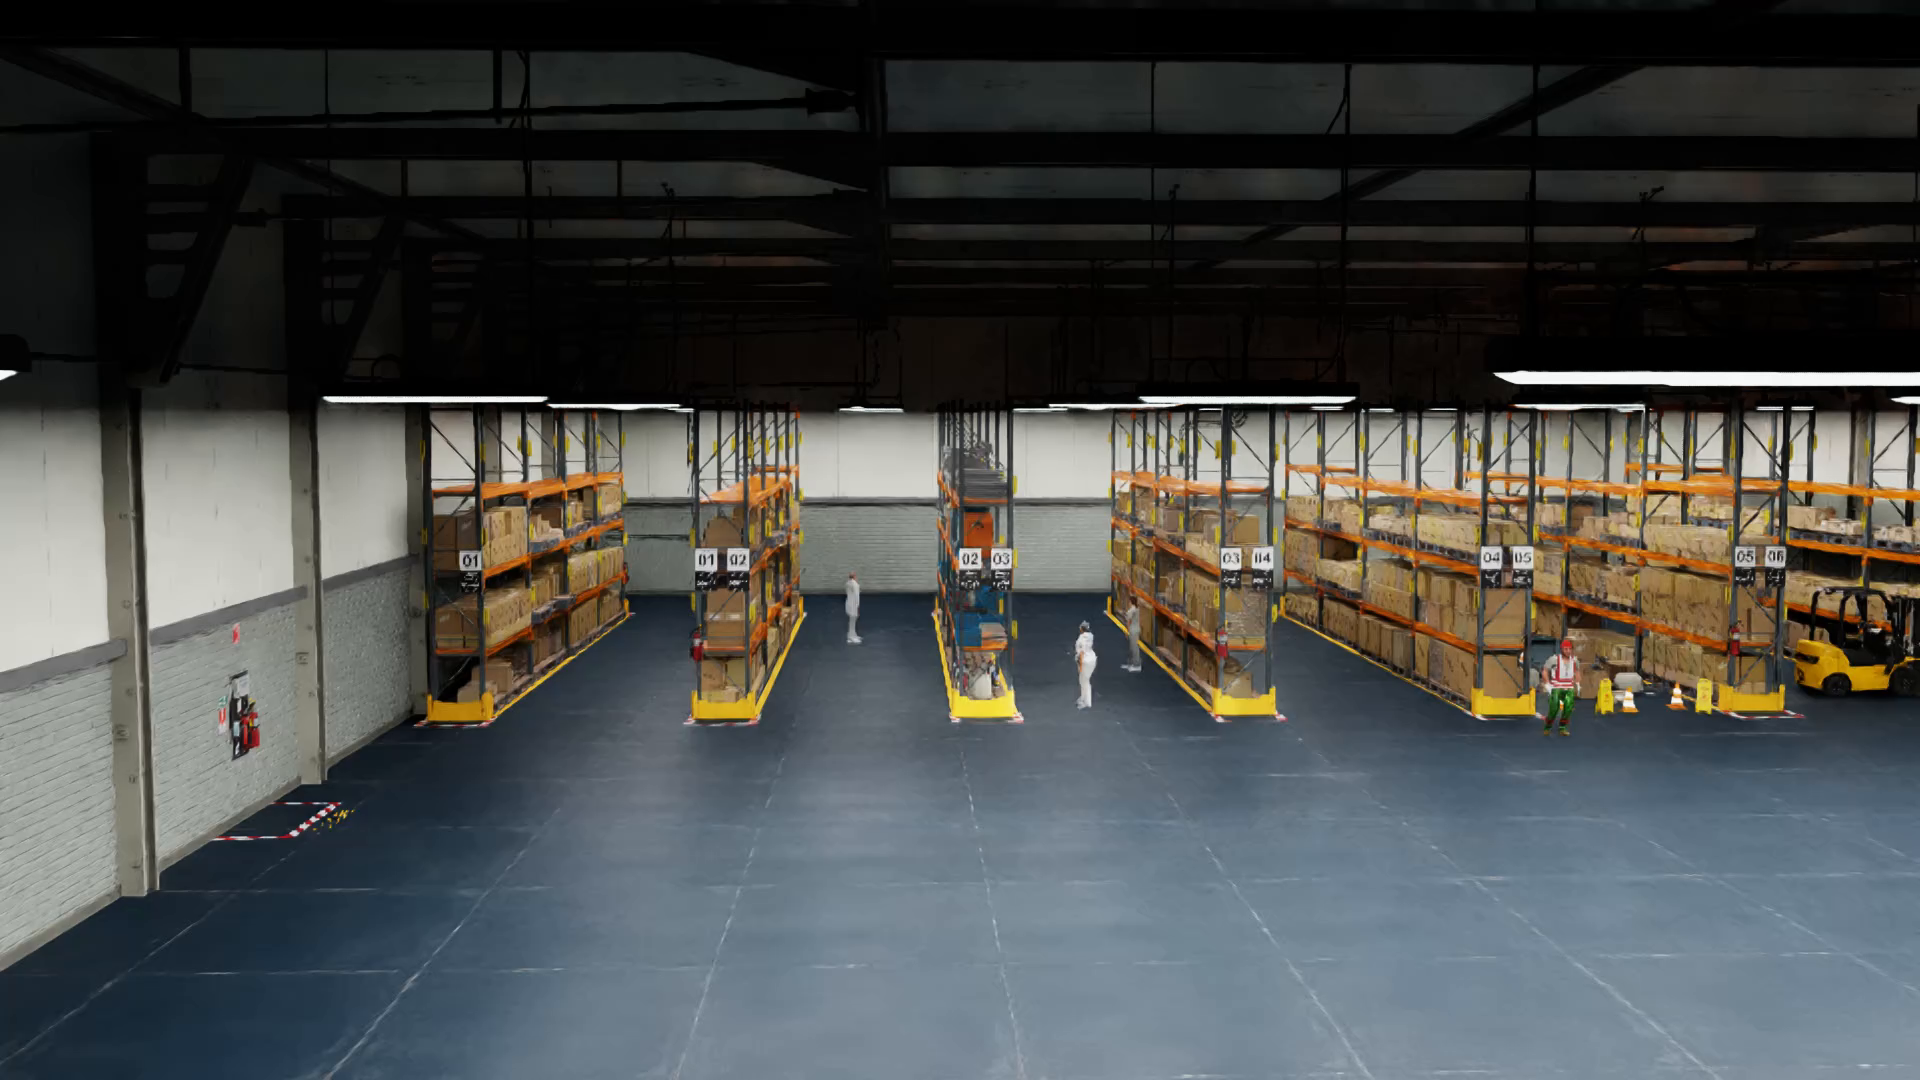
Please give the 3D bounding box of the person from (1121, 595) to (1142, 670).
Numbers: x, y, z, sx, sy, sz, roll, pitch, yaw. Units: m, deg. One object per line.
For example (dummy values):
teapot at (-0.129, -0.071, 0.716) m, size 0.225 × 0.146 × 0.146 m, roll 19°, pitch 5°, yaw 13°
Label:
person at (3.837, 2.065, 37.162) m, size 0.564 × 1.640 × 0.563 m, roll 2°, pitch 5°, yaw 27°

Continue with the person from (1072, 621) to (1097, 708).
person at (2.407, 2.417, 32.507) m, size 0.480 × 1.666 × 0.523 m, roll 2°, pitch 5°, yaw 28°

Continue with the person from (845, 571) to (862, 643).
person at (-2.624, 1.661, 41.557) m, size 0.522 × 1.787 × 0.652 m, roll -2°, pitch 5°, yaw -25°

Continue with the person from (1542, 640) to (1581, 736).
person at (10.666, 2.625, 29.462) m, size 0.677 × 1.741 × 0.552 m, roll 0°, pitch 4°, yaw -3°
